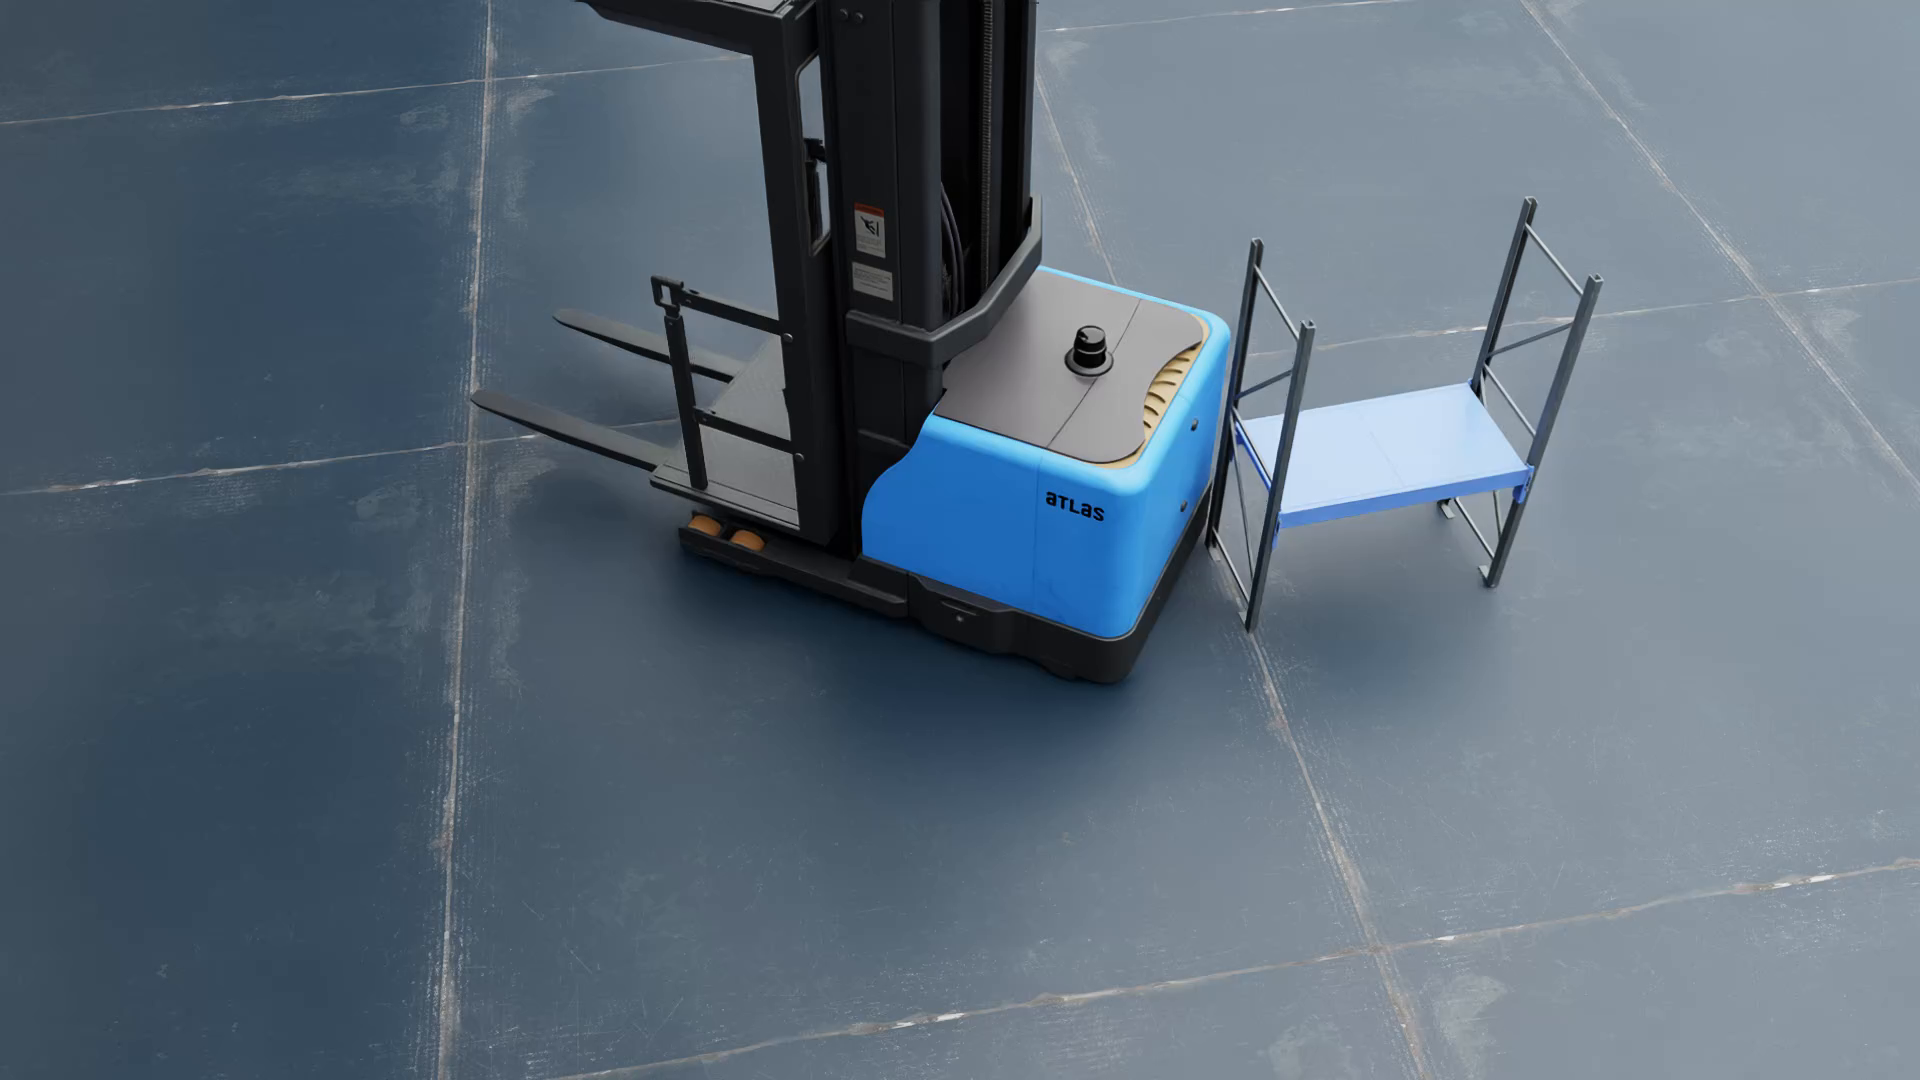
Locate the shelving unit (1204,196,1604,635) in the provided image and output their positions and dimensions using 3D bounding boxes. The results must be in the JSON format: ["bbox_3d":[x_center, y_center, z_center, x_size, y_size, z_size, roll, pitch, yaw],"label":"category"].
[{"bbox_3d":[1.559,-0.421,6.114,1.048,1.500,0.538,-10,47,-10],"label":"shelving unit"}]

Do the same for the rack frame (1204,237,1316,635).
[{"bbox_3d":[1.065,-0.333,6.029,0.032,1.500,0.500,-10,47,-10],"label":"rack frame"}]

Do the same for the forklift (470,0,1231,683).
[{"bbox_3d":[-0.560,-1.217,5.887,3.031,2.935,1.130,19,49,17],"label":"forklift"}]

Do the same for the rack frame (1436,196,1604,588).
[{"bbox_3d":[2.052,-0.509,6.199,0.032,1.500,0.500,-10,47,-10],"label":"rack frame"}]

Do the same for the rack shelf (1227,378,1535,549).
[{"bbox_3d":[1.559,-0.296,6.244,1.000,0.185,0.538,-10,47,-10],"label":"rack shelf"}]
